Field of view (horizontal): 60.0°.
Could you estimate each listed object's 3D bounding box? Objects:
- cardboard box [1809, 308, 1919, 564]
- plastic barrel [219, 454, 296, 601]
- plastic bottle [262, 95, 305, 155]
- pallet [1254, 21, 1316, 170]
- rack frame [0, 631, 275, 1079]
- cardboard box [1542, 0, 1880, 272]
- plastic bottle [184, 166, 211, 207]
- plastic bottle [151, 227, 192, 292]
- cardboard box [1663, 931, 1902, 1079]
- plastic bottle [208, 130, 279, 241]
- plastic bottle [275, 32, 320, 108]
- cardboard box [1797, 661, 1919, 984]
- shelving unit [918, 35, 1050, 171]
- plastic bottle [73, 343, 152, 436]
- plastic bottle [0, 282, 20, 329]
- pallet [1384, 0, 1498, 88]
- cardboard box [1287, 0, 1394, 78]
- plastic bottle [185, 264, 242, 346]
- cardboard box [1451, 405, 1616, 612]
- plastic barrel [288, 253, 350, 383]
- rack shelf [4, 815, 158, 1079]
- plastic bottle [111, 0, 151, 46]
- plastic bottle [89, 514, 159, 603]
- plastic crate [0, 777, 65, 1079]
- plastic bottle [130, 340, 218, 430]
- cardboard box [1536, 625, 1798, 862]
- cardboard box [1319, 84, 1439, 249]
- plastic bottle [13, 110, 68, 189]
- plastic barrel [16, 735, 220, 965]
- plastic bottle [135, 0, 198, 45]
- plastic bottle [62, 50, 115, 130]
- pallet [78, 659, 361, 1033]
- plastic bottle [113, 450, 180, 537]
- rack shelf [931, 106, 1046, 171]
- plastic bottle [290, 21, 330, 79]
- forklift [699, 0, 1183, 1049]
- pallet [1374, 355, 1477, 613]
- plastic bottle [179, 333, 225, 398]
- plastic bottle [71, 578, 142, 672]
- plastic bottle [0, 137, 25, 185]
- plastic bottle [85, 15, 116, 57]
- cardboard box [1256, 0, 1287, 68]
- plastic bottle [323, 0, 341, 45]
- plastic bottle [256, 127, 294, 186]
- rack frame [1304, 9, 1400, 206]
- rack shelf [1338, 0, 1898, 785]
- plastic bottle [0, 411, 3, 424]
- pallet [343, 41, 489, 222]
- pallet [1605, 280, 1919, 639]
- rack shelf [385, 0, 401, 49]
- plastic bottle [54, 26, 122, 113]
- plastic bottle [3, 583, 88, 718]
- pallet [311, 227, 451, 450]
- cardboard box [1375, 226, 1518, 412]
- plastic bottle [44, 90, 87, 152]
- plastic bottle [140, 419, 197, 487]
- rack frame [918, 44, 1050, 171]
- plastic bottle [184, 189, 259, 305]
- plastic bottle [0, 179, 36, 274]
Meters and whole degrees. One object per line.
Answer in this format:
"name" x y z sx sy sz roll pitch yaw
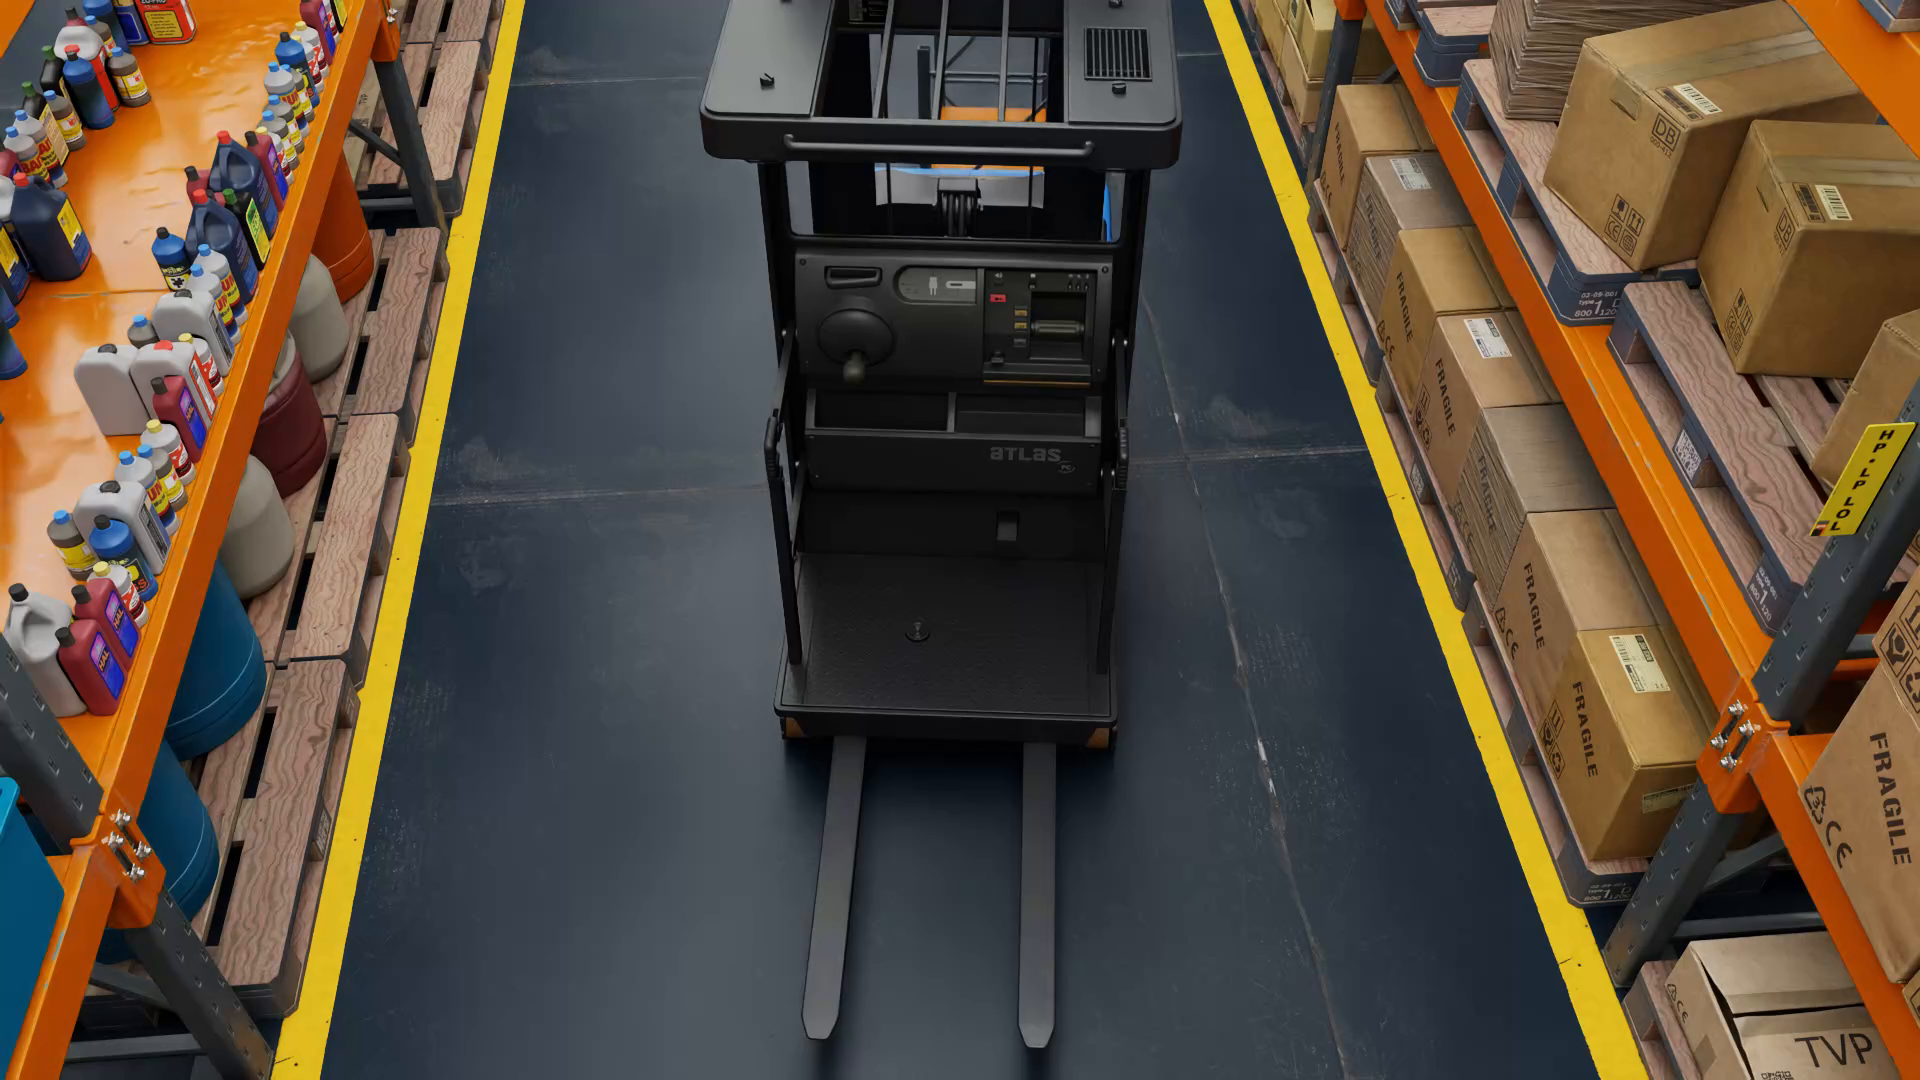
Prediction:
"cardboard box" 2.634 -0.297 4.107 0.700 0.500 0.500 -18 49 -16
"plastic barrel" -2.531 -0.073 5.678 0.421 0.512 0.421 0 47 0
"plastic bottle" -2.310 -1.419 5.664 0.097 0.201 0.097 0 47 0
"pallet" 2.086 -2.295 8.278 1.003 0.211 1.213 -3 47 -3
"rack frame" -2.485 0.537 3.676 1.000 3.000 0.127 -3 47 -3
"cardboard box" 2.242 -1.215 4.977 0.700 0.500 0.500 -14 48 -13
"plastic bottle" -2.394 -1.081 5.288 0.061 0.283 0.133 -3 47 -3
"plastic bottle" -2.384 -0.832 5.061 0.097 0.271 0.097 0 47 0
"cardboard box" 2.271 1.329 4.475 0.500 0.311 0.500 -3 47 -3
"plastic bottle" -2.294 -1.129 5.287 0.144 0.351 0.185 -3 47 -3
"plastic bottle" -2.334 -1.654 5.839 0.097 0.271 0.097 0 47 0
"cardboard box" 2.222 0.589 3.557 0.500 0.500 0.500 -2 47 -2
"shelving unit" 0.122 -1.568 6.702 0.587 1.500 1.083 2 47 2
"plastic bottle" -2.374 -0.439 4.686 0.152 0.276 0.135 -3 47 -3
"plastic bottle" -2.931 -0.761 4.994 0.097 0.271 0.097 0 47 0
"pallet" 2.243 -2.104 6.308 1.213 0.211 1.003 -3 47 -3
"cardboard box" 1.827 -2.411 7.686 0.500 0.311 0.500 -2 47 -2
"plastic bottle" -2.224 -0.700 4.936 0.097 0.271 0.097 0 47 0
"cardboard box" 2.049 -0.114 5.711 0.500 0.500 0.500 -3 47 -3
"plastic barrel" -2.626 -0.890 6.451 0.421 0.512 0.421 0 47 0
"rack shelf" -2.318 2.231 2.566 1.077 0.370 4.000 -3 47 -3
"plastic bottle" -3.106 -1.982 6.147 0.152 0.276 0.135 -3 47 -3
"plastic bottle" -2.138 0.040 4.234 0.097 0.271 0.097 0 47 0
"plastic crate" -2.106 0.839 3.359 0.392 0.384 0.575 -3 47 -3
"plastic bottle" -2.222 -0.449 4.694 0.152 0.276 0.135 -3 47 -3
"cardboard box" 2.124 0.607 5.028 0.500 0.500 0.500 -4 47 -4
"cardboard box" 1.869 -1.601 7.119 0.500 0.500 0.500 -2 47 -2
"plastic bottle" -3.054 -1.297 5.501 0.097 0.271 0.097 0 47 0
"plastic barrel" -2.514 0.719 4.659 0.600 0.901 0.708 -3 47 -3
"plastic bottle" -2.955 -1.991 6.155 0.152 0.276 0.135 -3 47 -3
"plastic bottle" -3.024 -1.564 5.754 0.097 0.271 0.097 0 47 0
"pallet" -2.508 0.935 5.219 1.003 0.211 1.213 -3 47 -3
"plastic bottle" -2.158 -0.127 4.393 0.097 0.271 0.097 0 47 0
"rack shelf" 0.123 -1.451 6.839 0.538 0.185 1.000 2 47 2
"plastic bottle" -2.350 -1.771 5.998 0.097 0.201 0.097 0 47 0
"forklift" -0.027 -0.554 4.756 1.130 2.935 3.031 2 47 2
"pallet" 2.240 -0.274 6.364 1.003 0.211 1.213 -3 47 -3
"plastic bottle" -2.204 -0.508 4.802 0.097 0.201 0.097 0 47 0
"plastic bottle" -2.102 0.189 4.085 0.061 0.283 0.133 -3 47 -3
"plastic bottle" -3.055 -1.146 5.349 0.061 0.283 0.133 -3 47 -3
"plastic bottle" -3.116 -1.800 6.026 0.097 0.201 0.097 0 47 0
"cardboard box" 1.782 -2.593 8.244 0.500 0.250 0.500 -4 47 -4
"plastic bottle" -2.370 -1.938 6.156 0.097 0.201 0.097 0 47 0
"plastic bottle" -2.293 -1.278 5.531 0.097 0.201 0.097 0 47 0
"rack frame" 2.116 -2.656 6.699 1.000 3.000 0.127 -3 47 -3
"rack shelf" 2.283 -0.961 5.590 1.077 0.370 4.000 -3 47 -3
"plastic bottle" -2.802 -0.432 4.682 0.097 0.271 0.097 0 47 0
"pallet" -2.846 -1.961 7.962 1.003 0.211 1.213 -3 47 -3
"pallet" 2.493 -0.280 4.582 1.003 0.211 1.213 -3 47 -3
"rack shelf" -2.988 -3.557 8.048 1.077 0.370 4.000 -3 47 -3
"plastic bottle" -3.067 -1.647 5.829 0.152 0.276 0.135 -3 47 -3
"plastic bottle" -2.195 0.250 3.981 0.144 0.351 0.185 -3 47 -3
"pallet" -2.713 -0.831 6.891 1.003 0.211 1.213 -3 47 -3
"cardboard box" 1.956 -0.859 6.416 0.500 0.500 0.500 -4 47 -4
"plastic bottle" -3.074 -1.439 5.684 0.097 0.201 0.097 0 47 0
"plastic bottle" -2.174 -0.244 4.552 0.097 0.201 0.097 0 47 0
"rack frame" 0.102 -1.206 6.359 0.500 1.500 0.032 2 47 2
"plastic bottle" -2.267 -0.899 5.069 0.144 0.351 0.185 -3 47 -3
"plastic bottle" -2.990 -0.979 5.196 0.152 0.276 0.135 -3 47 -3
